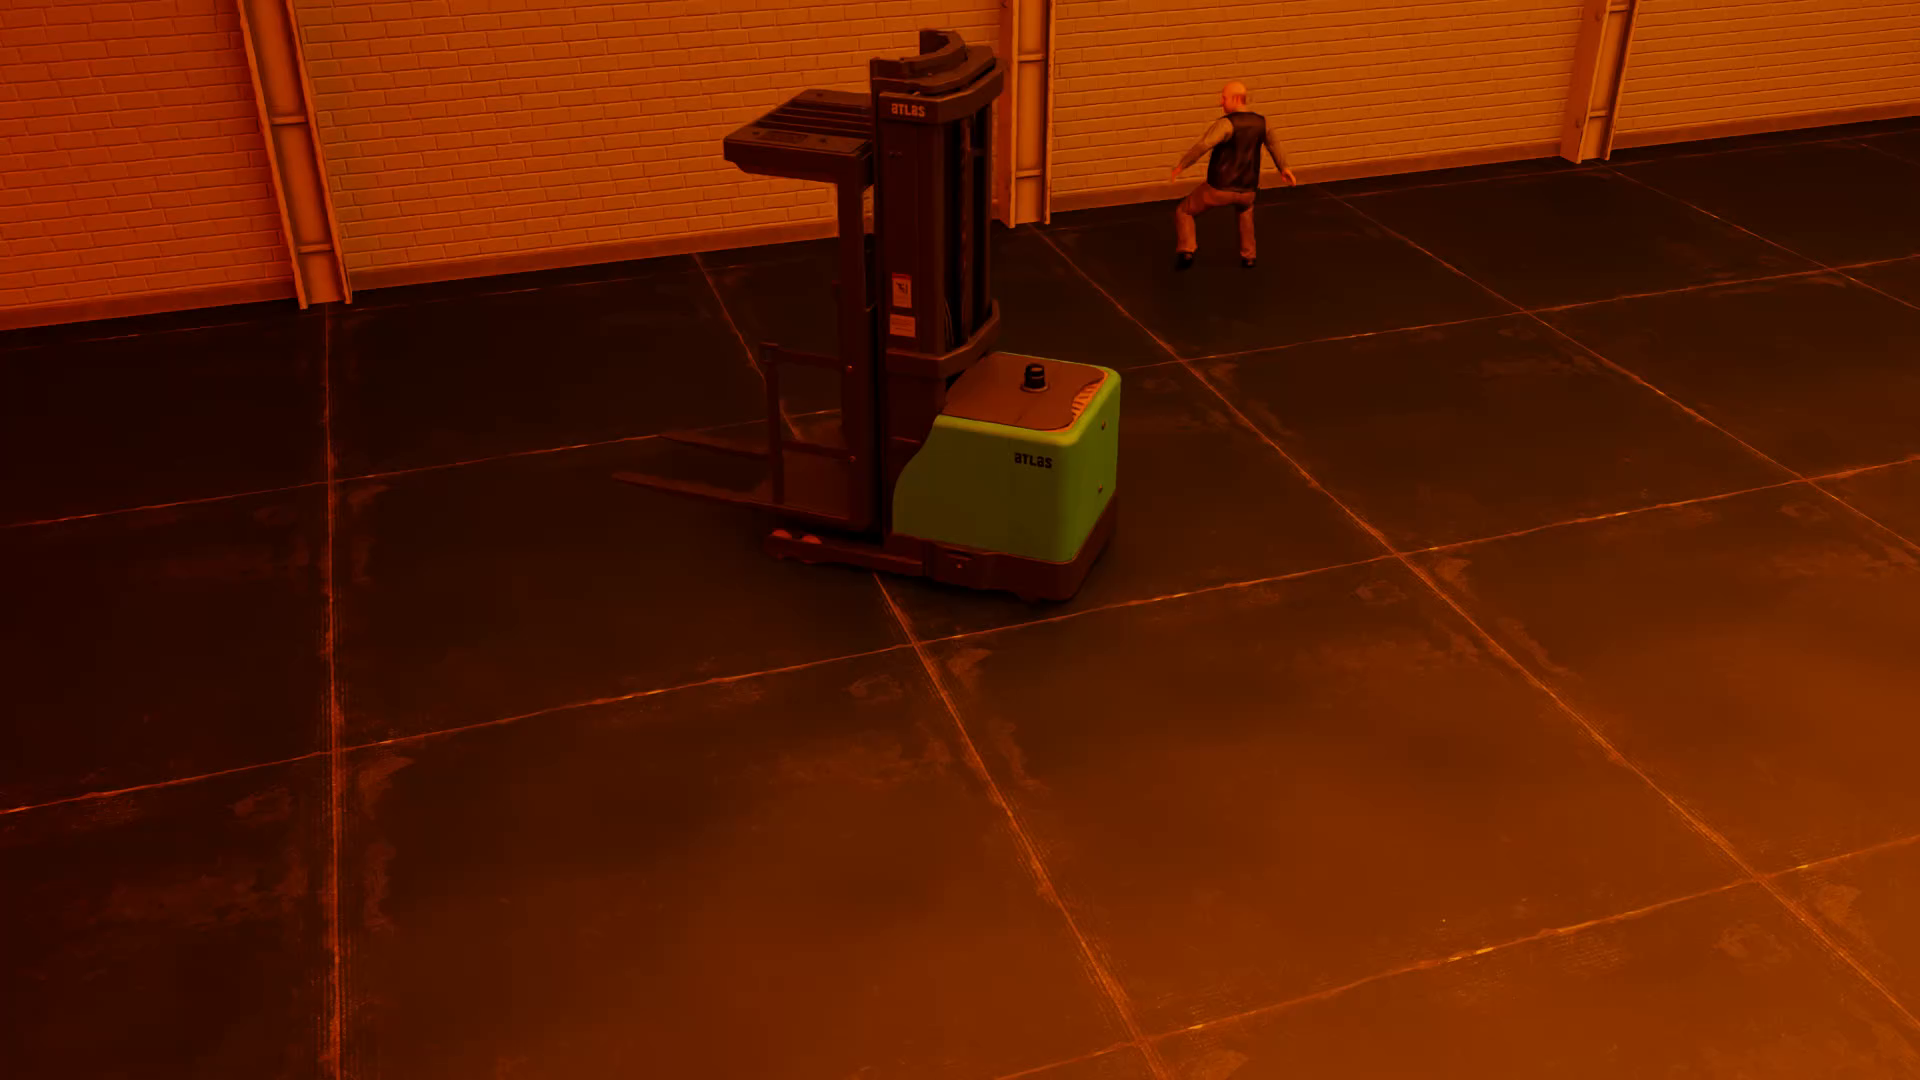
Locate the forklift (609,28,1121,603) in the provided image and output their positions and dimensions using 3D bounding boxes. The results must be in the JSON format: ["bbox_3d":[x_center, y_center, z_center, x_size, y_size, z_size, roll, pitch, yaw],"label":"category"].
[{"bbox_3d":[-0.631,-1.363,9.456,3.031,2.935,1.130,11,32,18],"label":"forklift"}]

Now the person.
[{"bbox_3d":[2.236,-2.937,13.609,1.108,1.590,0.503,-11,32,-18],"label":"person"}]
